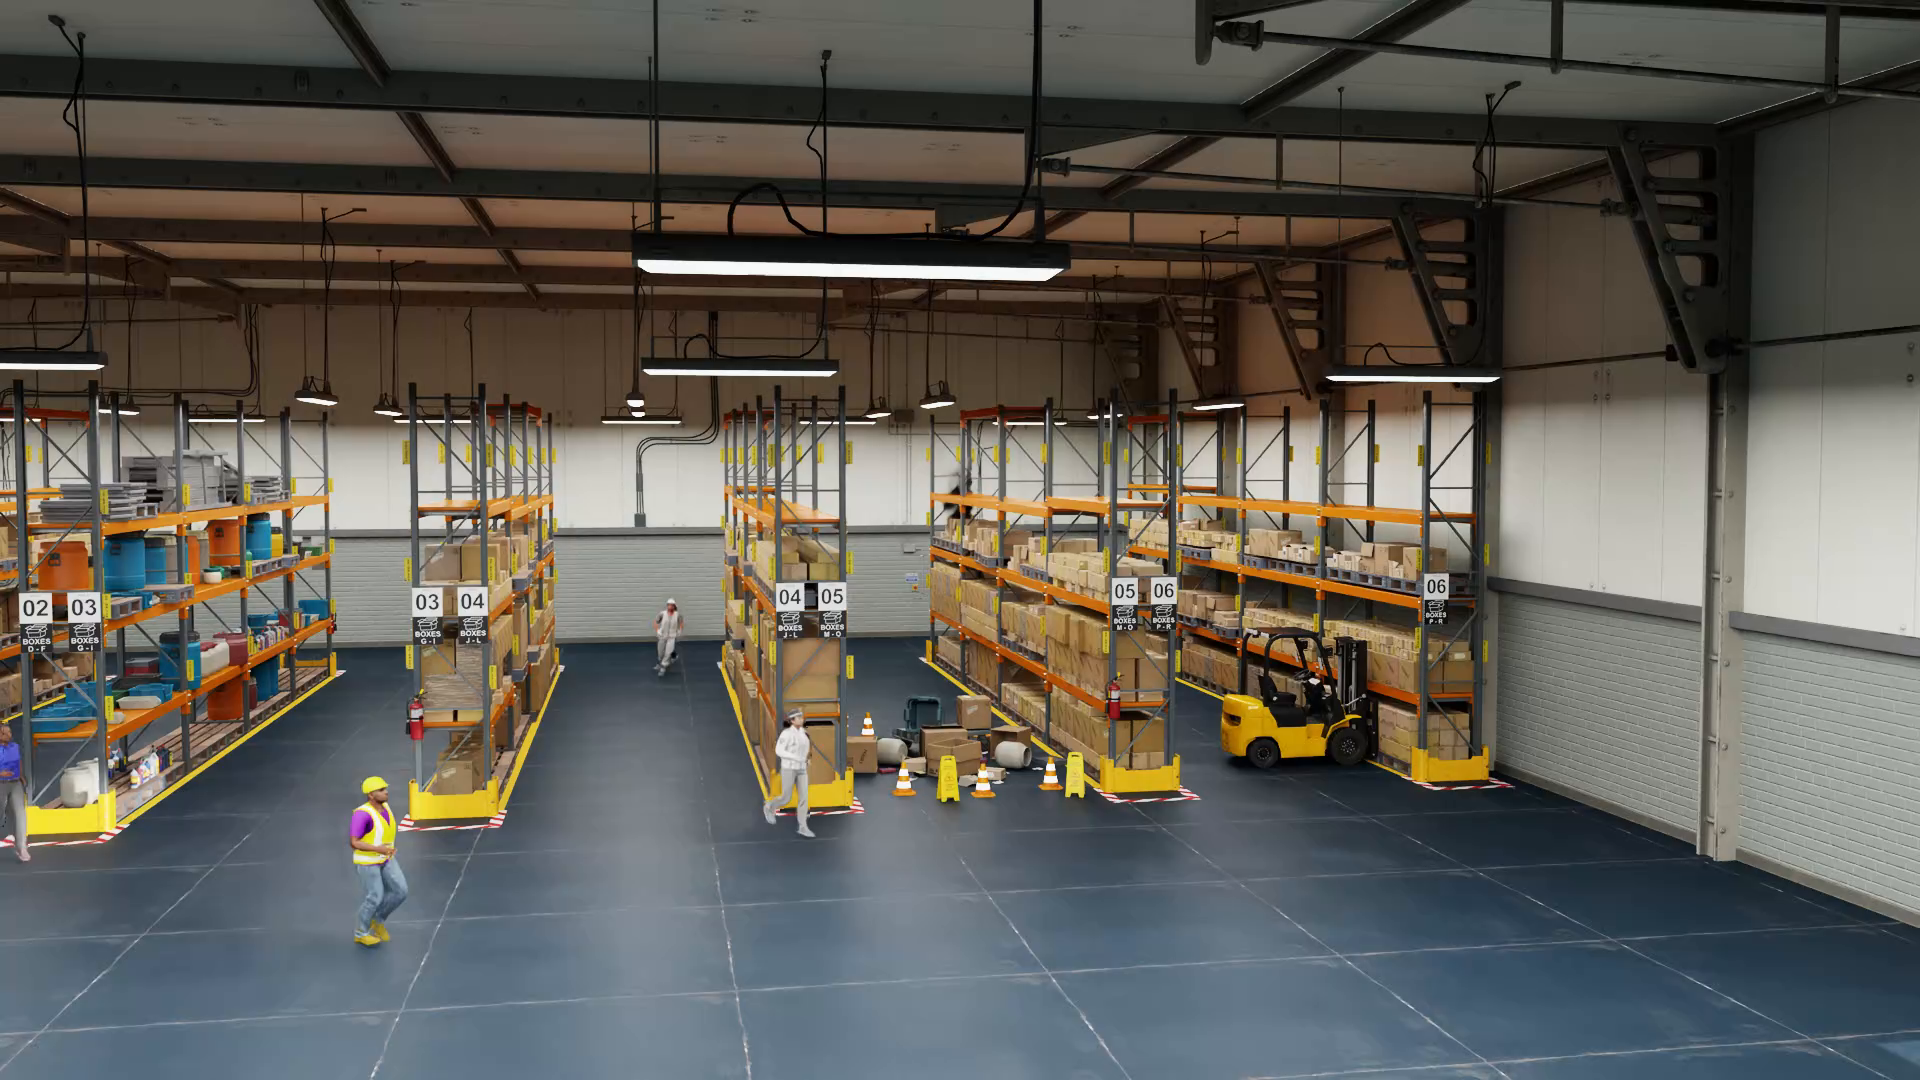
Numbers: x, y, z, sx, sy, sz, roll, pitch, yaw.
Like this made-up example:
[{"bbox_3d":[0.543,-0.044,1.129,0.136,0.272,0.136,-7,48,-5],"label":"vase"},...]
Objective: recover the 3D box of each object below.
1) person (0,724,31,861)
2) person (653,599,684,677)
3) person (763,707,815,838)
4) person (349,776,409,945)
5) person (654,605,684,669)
[{"bbox_3d":[-11.856,3.126,20.629,0.827,1.661,0.589,2,4,35],"label":"person"},{"bbox_3d":[-6.647,2.213,37.949,0.697,1.742,0.722,-1,3,-13],"label":"person"},{"bbox_3d":[-2.188,3.045,22.015,0.907,1.688,0.630,2,4,41],"label":"person"},{"bbox_3d":[-5.912,3.267,16.916,0.629,1.734,0.695,1,3,18],"label":"person"},{"bbox_3d":[-6.783,2.271,39.226,0.624,1.534,0.657,1,3,25],"label":"person"}]
